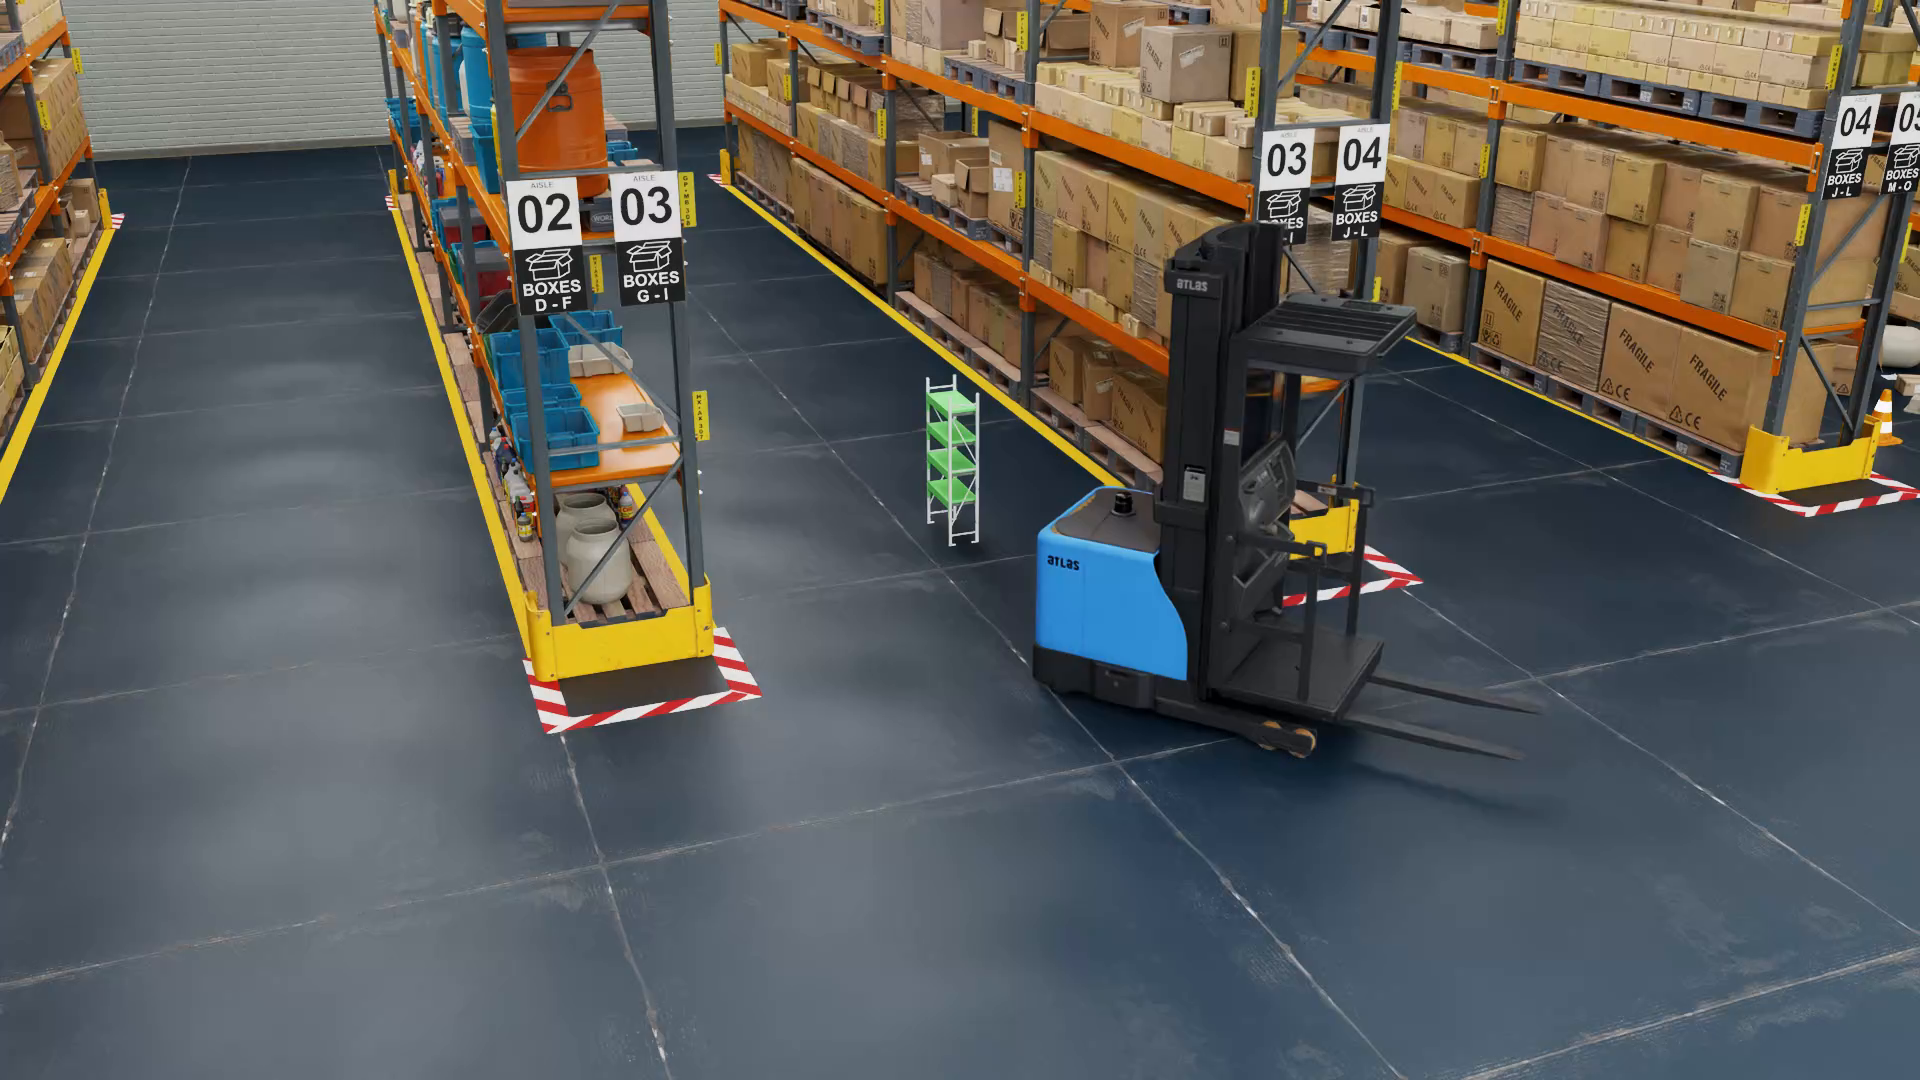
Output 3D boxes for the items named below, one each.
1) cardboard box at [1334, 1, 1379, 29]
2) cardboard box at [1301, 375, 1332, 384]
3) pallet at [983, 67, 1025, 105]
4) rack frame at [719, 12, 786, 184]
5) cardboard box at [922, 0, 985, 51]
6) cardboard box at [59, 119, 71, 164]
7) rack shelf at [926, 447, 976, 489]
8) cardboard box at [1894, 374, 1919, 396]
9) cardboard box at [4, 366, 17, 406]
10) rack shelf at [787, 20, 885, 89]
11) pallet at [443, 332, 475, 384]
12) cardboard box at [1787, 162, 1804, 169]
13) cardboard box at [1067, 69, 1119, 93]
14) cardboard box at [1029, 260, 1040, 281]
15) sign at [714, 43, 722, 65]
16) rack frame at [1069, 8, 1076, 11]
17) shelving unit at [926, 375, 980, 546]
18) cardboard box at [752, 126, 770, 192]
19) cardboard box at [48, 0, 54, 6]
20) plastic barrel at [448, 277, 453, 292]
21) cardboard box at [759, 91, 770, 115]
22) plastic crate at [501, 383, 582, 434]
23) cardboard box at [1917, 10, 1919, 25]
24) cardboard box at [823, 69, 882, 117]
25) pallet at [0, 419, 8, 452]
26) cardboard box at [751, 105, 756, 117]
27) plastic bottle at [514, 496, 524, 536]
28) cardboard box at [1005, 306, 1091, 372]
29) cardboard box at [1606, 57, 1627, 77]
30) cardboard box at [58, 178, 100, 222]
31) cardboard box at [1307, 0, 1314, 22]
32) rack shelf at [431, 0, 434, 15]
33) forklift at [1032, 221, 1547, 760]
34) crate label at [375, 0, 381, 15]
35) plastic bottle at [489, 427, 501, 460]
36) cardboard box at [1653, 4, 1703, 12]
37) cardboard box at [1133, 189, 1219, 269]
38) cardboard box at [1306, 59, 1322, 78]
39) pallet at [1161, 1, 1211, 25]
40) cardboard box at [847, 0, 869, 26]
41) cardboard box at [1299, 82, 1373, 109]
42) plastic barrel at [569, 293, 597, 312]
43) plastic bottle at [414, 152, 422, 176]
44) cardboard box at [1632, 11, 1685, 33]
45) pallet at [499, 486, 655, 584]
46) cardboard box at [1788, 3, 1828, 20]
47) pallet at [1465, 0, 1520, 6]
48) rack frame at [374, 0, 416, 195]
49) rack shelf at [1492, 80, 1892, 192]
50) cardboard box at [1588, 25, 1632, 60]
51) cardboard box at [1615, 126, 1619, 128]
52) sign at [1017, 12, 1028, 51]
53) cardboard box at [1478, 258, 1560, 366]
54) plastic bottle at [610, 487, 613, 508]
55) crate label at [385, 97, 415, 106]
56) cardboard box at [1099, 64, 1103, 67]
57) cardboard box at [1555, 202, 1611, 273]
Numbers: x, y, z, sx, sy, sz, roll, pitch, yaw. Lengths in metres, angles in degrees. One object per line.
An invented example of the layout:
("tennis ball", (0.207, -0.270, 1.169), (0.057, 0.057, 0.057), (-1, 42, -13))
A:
("cardboard box", (4.552, -5.890, 18.647), (0.500, 0.250, 0.500), (-8, 24, -18))
("cardboard box", (2.598, -1.282, 12.377), (0.380, 0.149, 0.250), (-8, 24, -19))
("pallet", (0.944, -4.250, 15.474), (1.213, 0.211, 1.003), (-8, 24, -19))
("rack frame", (-3.177, -7.075, 25.799), (1.000, 3.000, 0.127), (-8, 24, -19))
("cardboard box", (-0.065, -5.255, 16.844), (0.500, 0.500, 0.500), (-9, 25, -21))
("cardboard box", (-11.316, -4.901, 20.510), (0.500, 0.500, 0.500), (-8, 24, -19))
("rack shelf", (-0.058, -0.554, 12.808), (0.258, 0.148, 0.480), (-8, 24, -19))
("cardboard box", (9.394, -1.507, 16.257), (0.380, 0.149, 0.250), (4, 23, 9))
("cardboard box", (-9.020, -1.393, 15.315), (0.500, 0.250, 0.500), (-9, 24, -20))
("rack shelf", (-1.057, -5.946, 20.183), (1.077, 0.370, 4.000), (-8, 24, -19))
("pallet", (-4.747, -1.917, 17.151), (1.003, 0.211, 1.213), (-8, 24, -19))
("cardboard box", (9.817, -4.400, 19.234), (0.380, 0.149, 0.250), (-9, 25, -21))
("cardboard box", (1.123, -3.862, 13.993), (0.380, 0.149, 0.250), (-8, 24, -19))
("cardboard box", (0.857, -2.480, 15.219), (0.380, 0.149, 0.250), (-8, 24, -19))
("sign", (-3.698, -7.437, 25.440), (0.100, 0.325, 0.005), (-8, 24, -19))
("rack frame", (1.499, -7.719, 27.326), (1.000, 3.000, 0.127), (-8, 24, -19))
("shelving unit", (-0.058, -0.613, 12.783), (0.258, 1.200, 0.503), (-8, 24, -19))
("cardboard box", (-2.554, -5.738, 24.819), (0.875, 0.875, 0.875), (-8, 24, -19))
("cardboard box", (-11.849, -6.928, 21.136), (0.500, 0.250, 0.500), (-8, 24, -19))
("plastic barrel", (-5.572, -3.157, 19.066), (0.600, 0.588, 0.708), (-8, 24, -19))
("cardboard box", (-2.531, -6.188, 23.502), (0.500, 0.250, 0.500), (-8, 24, -18))
("plastic crate", (-2.839, -0.891, 11.318), (0.499, 0.251, 0.408), (-8, 24, -19))
("cardboard box", (10.258, -5.459, 17.398), (0.380, 0.149, 0.250), (-8, 24, -17))
("cardboard box", (-1.299, -5.648, 20.993), (0.797, 0.503, 0.637), (-8, 24, -18))
("pallet", (-8.938, -0.779, 14.449), (1.003, 0.211, 1.213), (-8, 24, -19))
("cardboard box", (-2.816, -6.227, 24.108), (0.380, 0.149, 0.250), (-9, 24, -20))
("plastic bottle", (-3.276, -0.180, 12.370), (0.061, 0.283, 0.133), (-8, 24, -18))
("cardboard box", (0.866, -1.992, 16.390), (0.700, 0.500, 0.500), (-10, 25, -23))
("cardboard box", (6.000, -4.224, 14.825), (0.380, 0.149, 0.250), (-8, 24, -19))
("cardboard box", (-12.023, -4.605, 22.588), (0.500, 0.500, 0.500), (-8, 24, -19))
("cardboard box", (4.372, -6.485, 20.406), (0.500, 0.500, 0.500), (-8, 24, -19))
("rack shelf", (-4.278, -5.011, 14.618), (1.077, 0.370, 4.000), (-8, 24, -19))
("forklift", (2.006, -0.302, 9.816), (3.031, 2.935, 1.130), (12, 26, 26))
("crate label", (-7.787, -7.330, 22.732), (0.408, 0.251, 0.502), (-8, 24, -19))
("plastic bottle", (-3.869, -0.805, 13.868), (0.097, 0.271, 0.097), (0, 23, 0))
("cardboard box", (6.524, -4.775, 15.107), (0.380, 0.149, 0.250), (-8, 24, -19))
("cardboard box", (1.694, -2.435, 12.989), (0.500, 0.500, 0.500), (-8, 24, -19))
("cardboard box", (6.200, -8.087, 28.071), (0.500, 0.500, 0.500), (-9, 24, -20))
("pallet", (3.400, -6.946, 21.872), (1.213, 0.211, 1.003), (-8, 24, -19))
("cardboard box", (-1.021, -6.304, 19.436), (0.500, 0.500, 0.500), (-7, 24, -16))
("cardboard box", (4.474, -5.155, 19.826), (0.700, 0.500, 0.500), (-8, 24, -19))
("plastic barrel", (-3.424, -2.449, 14.176), (0.600, 0.901, 0.708), (-8, 24, -19))
("plastic bottle", (-6.446, -4.484, 19.815), (0.097, 0.271, 0.097), (0, 23, 0))
("cardboard box", (6.086, -4.501, 14.455), (0.380, 0.149, 0.250), (-8, 24, -19))
("pallet", (-2.938, -0.057, 12.737), (1.003, 0.211, 1.213), (-8, 24, -19))
("cardboard box", (9.817, -5.958, 18.939), (0.500, 0.250, 0.500), (-8, 24, -18))
("pallet", (7.877, -7.949, 24.256), (0.805, 0.209, 1.217), (-9, 25, -21))
("rack frame", (-7.810, -6.396, 24.186), (1.000, 3.000, 0.127), (-8, 24, -19))
("rack shelf", (6.445, -3.683, 14.814), (1.077, 0.370, 4.000), (-8, 24, -19))
("cardboard box", (6.007, -4.466, 14.887), (0.500, 0.250, 0.500), (-9, 24, -20))
("cardboard box", (8.983, -5.672, 22.661), (0.500, 0.250, 0.500), (-9, 24, -20))
("sign", (0.544, -4.440, 14.510), (0.100, 0.325, 0.005), (-8, 24, -19))
("cardboard box", (5.895, -2.335, 16.747), (0.875, 0.875, 0.875), (-8, 24, -18))
("plastic bottle", (-2.664, -0.390, 12.884), (0.097, 0.271, 0.097), (0, 23, 0))
("crate label", (-8.031, -6.211, 23.887), (0.416, 0.233, 0.303), (-8, 24, -19))
("cardboard box", (1.447, -4.134, 14.637), (0.380, 0.149, 0.250), (-8, 24, -17))
("cardboard box", (6.176, -2.887, 15.667), (0.875, 0.550, 0.550), (-8, 24, -19))
